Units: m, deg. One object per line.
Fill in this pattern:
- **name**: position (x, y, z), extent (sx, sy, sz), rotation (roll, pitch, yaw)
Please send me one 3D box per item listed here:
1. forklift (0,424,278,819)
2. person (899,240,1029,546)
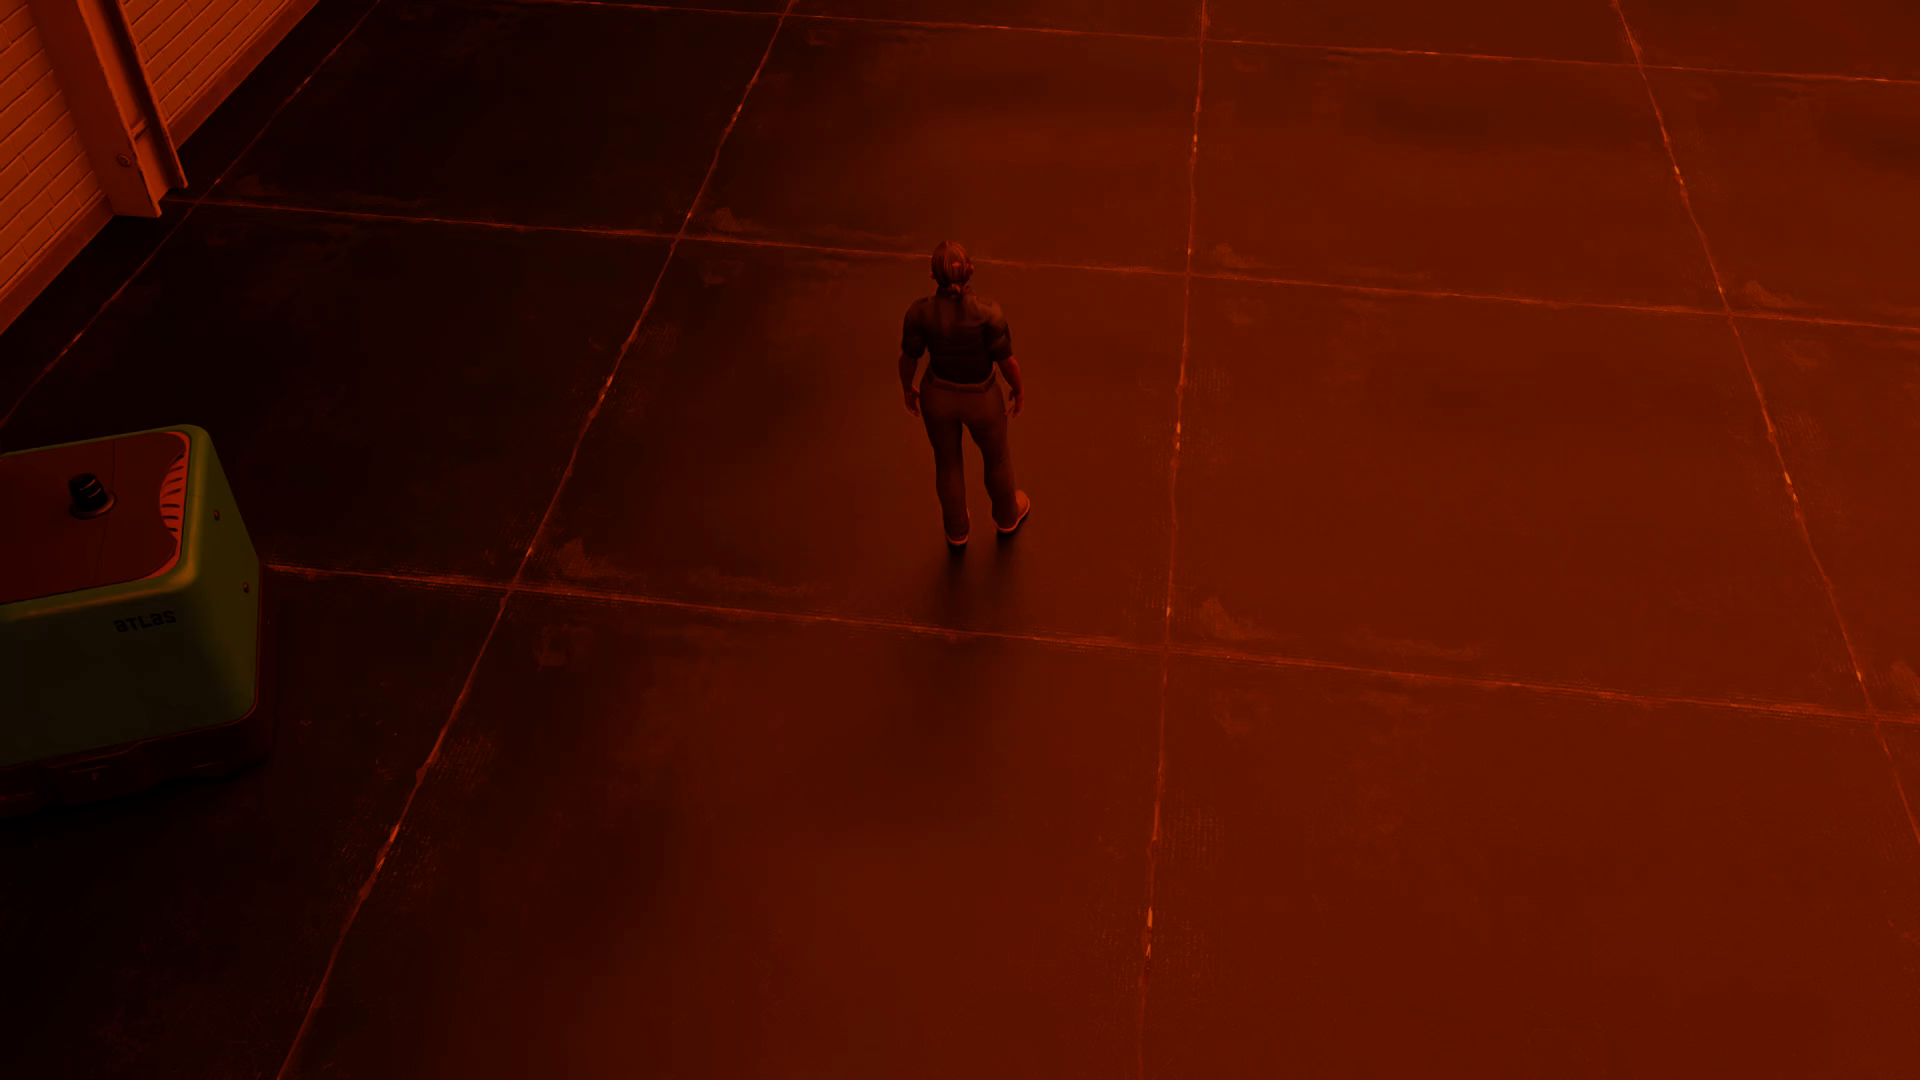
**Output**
- **forklift**: position (-4.413, -0.196, 5.937), extent (3.031, 2.935, 1.130), rotation (-11, 44, -12)
- **person**: position (0.031, -0.672, 7.389), extent (0.570, 1.656, 0.503), rotation (5, 43, 6)
